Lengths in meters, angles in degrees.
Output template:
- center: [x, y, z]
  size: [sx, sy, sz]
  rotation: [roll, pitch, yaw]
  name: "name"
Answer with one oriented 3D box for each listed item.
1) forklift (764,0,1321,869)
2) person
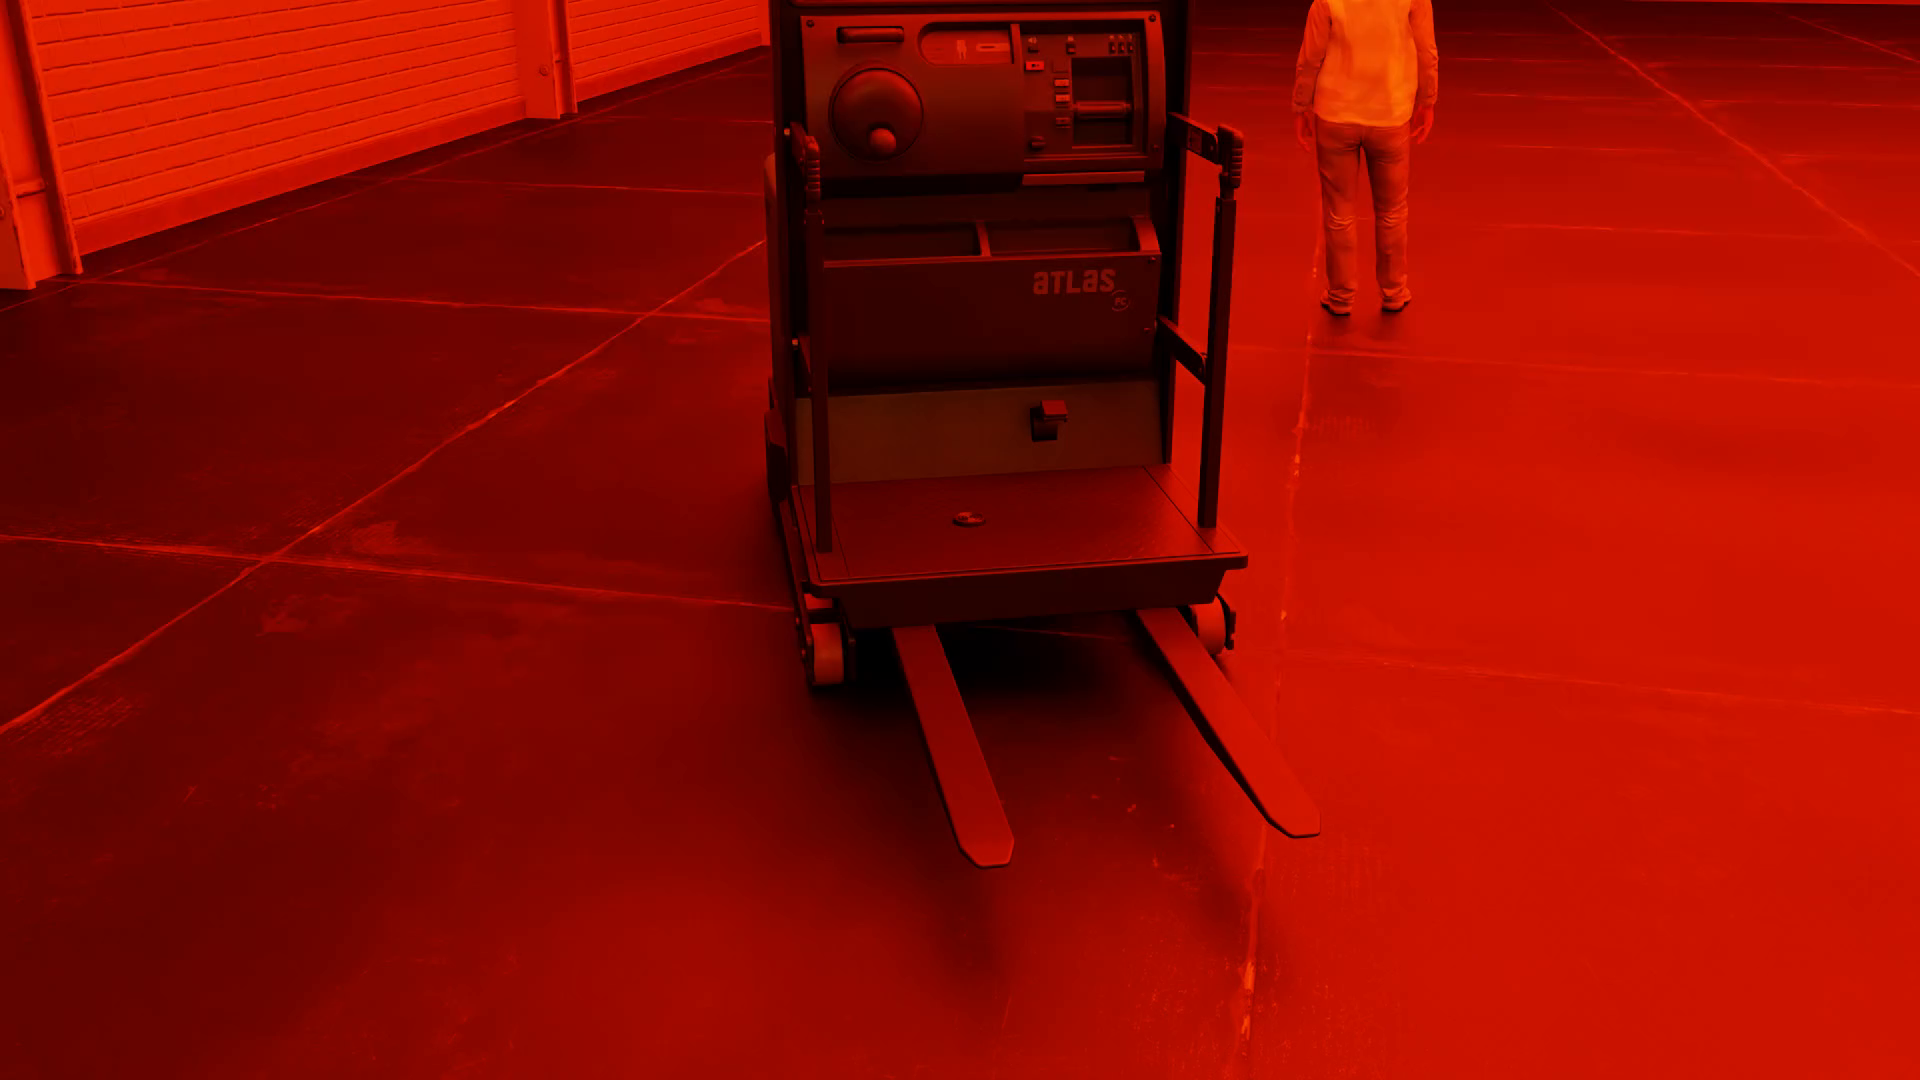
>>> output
- center: [0.104, -1.131, 4.040]
  size: [1.130, 2.935, 3.031]
  rotation: [-4, 22, -9]
  name: "forklift"
- center: [1.806, -1.908, 7.458]
  size: [0.634, 1.775, 0.567]
  rotation: [4, 22, 9]
  name: "person"
